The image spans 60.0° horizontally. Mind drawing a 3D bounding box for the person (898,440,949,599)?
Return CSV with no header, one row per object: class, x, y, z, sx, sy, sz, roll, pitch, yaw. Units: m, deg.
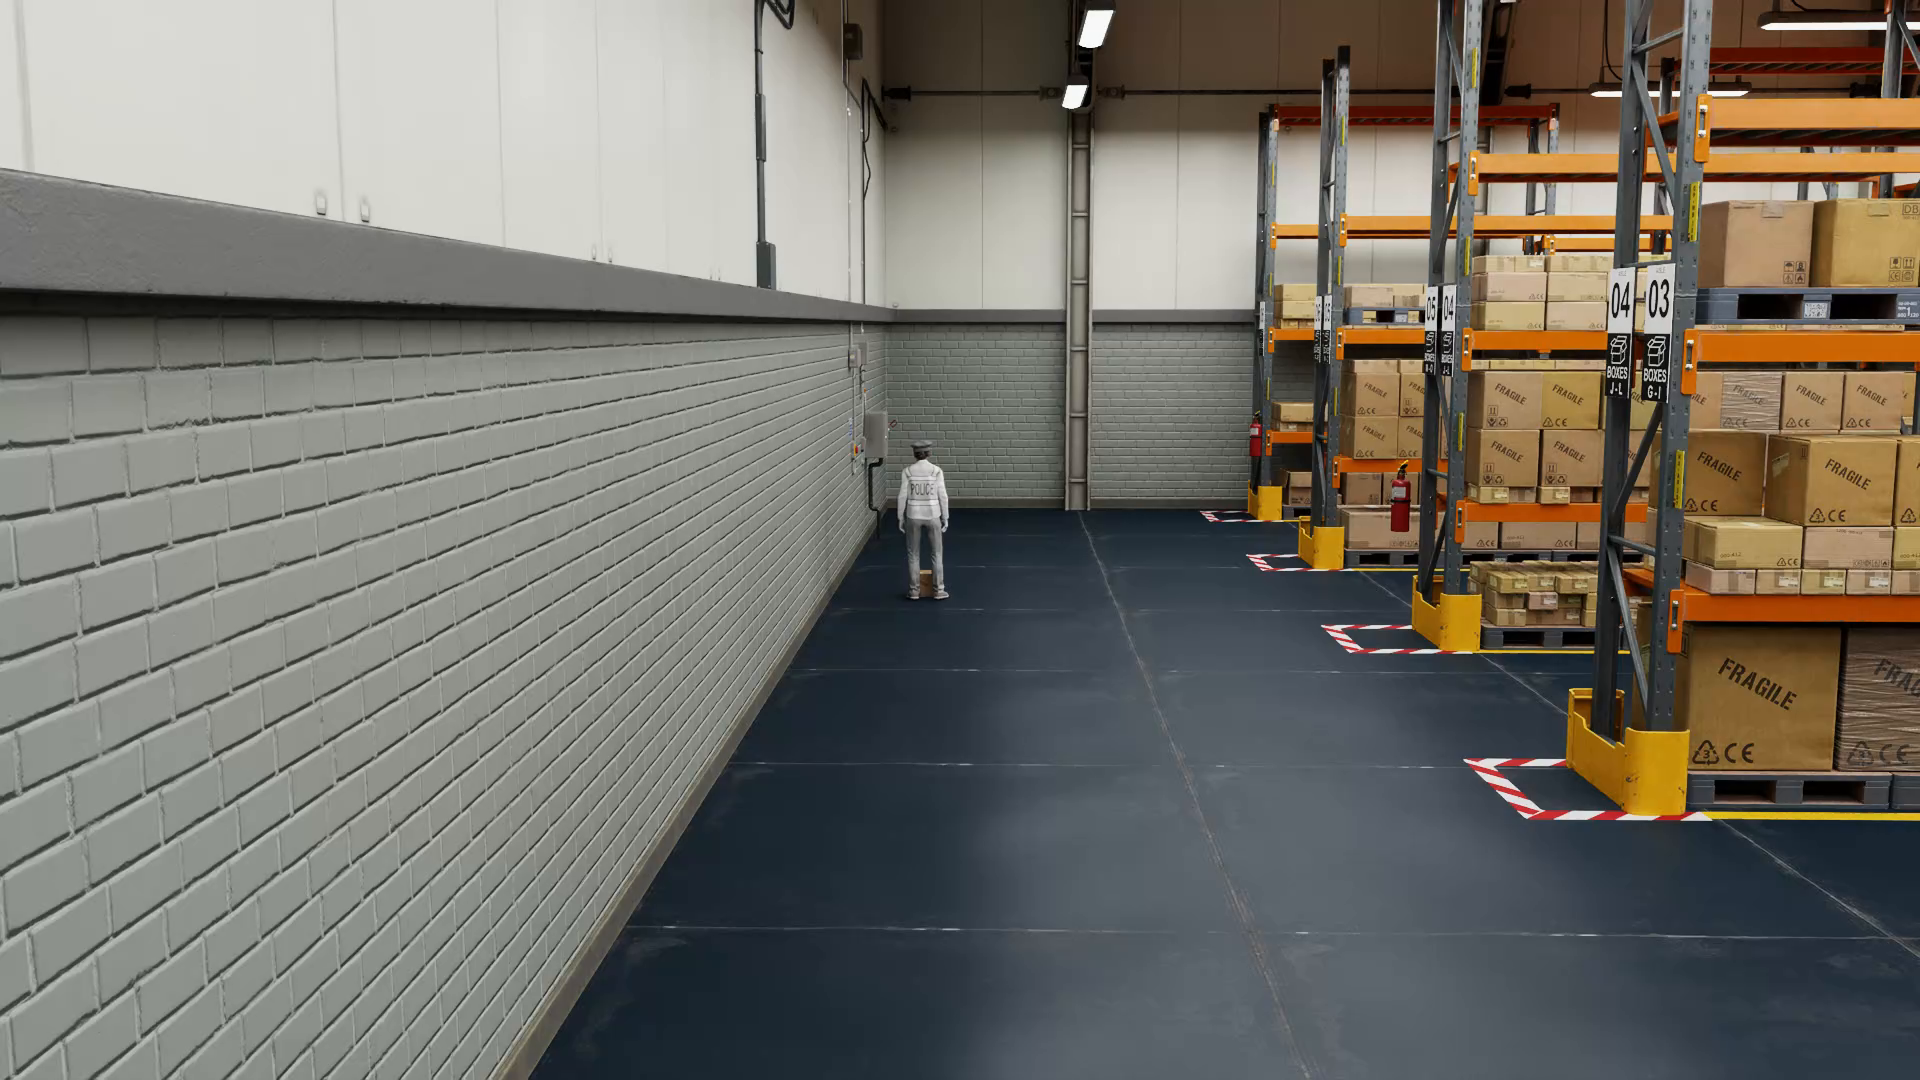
person,-0.384,-0.206,17.372,0.530,1.661,0.377,0,7,1
